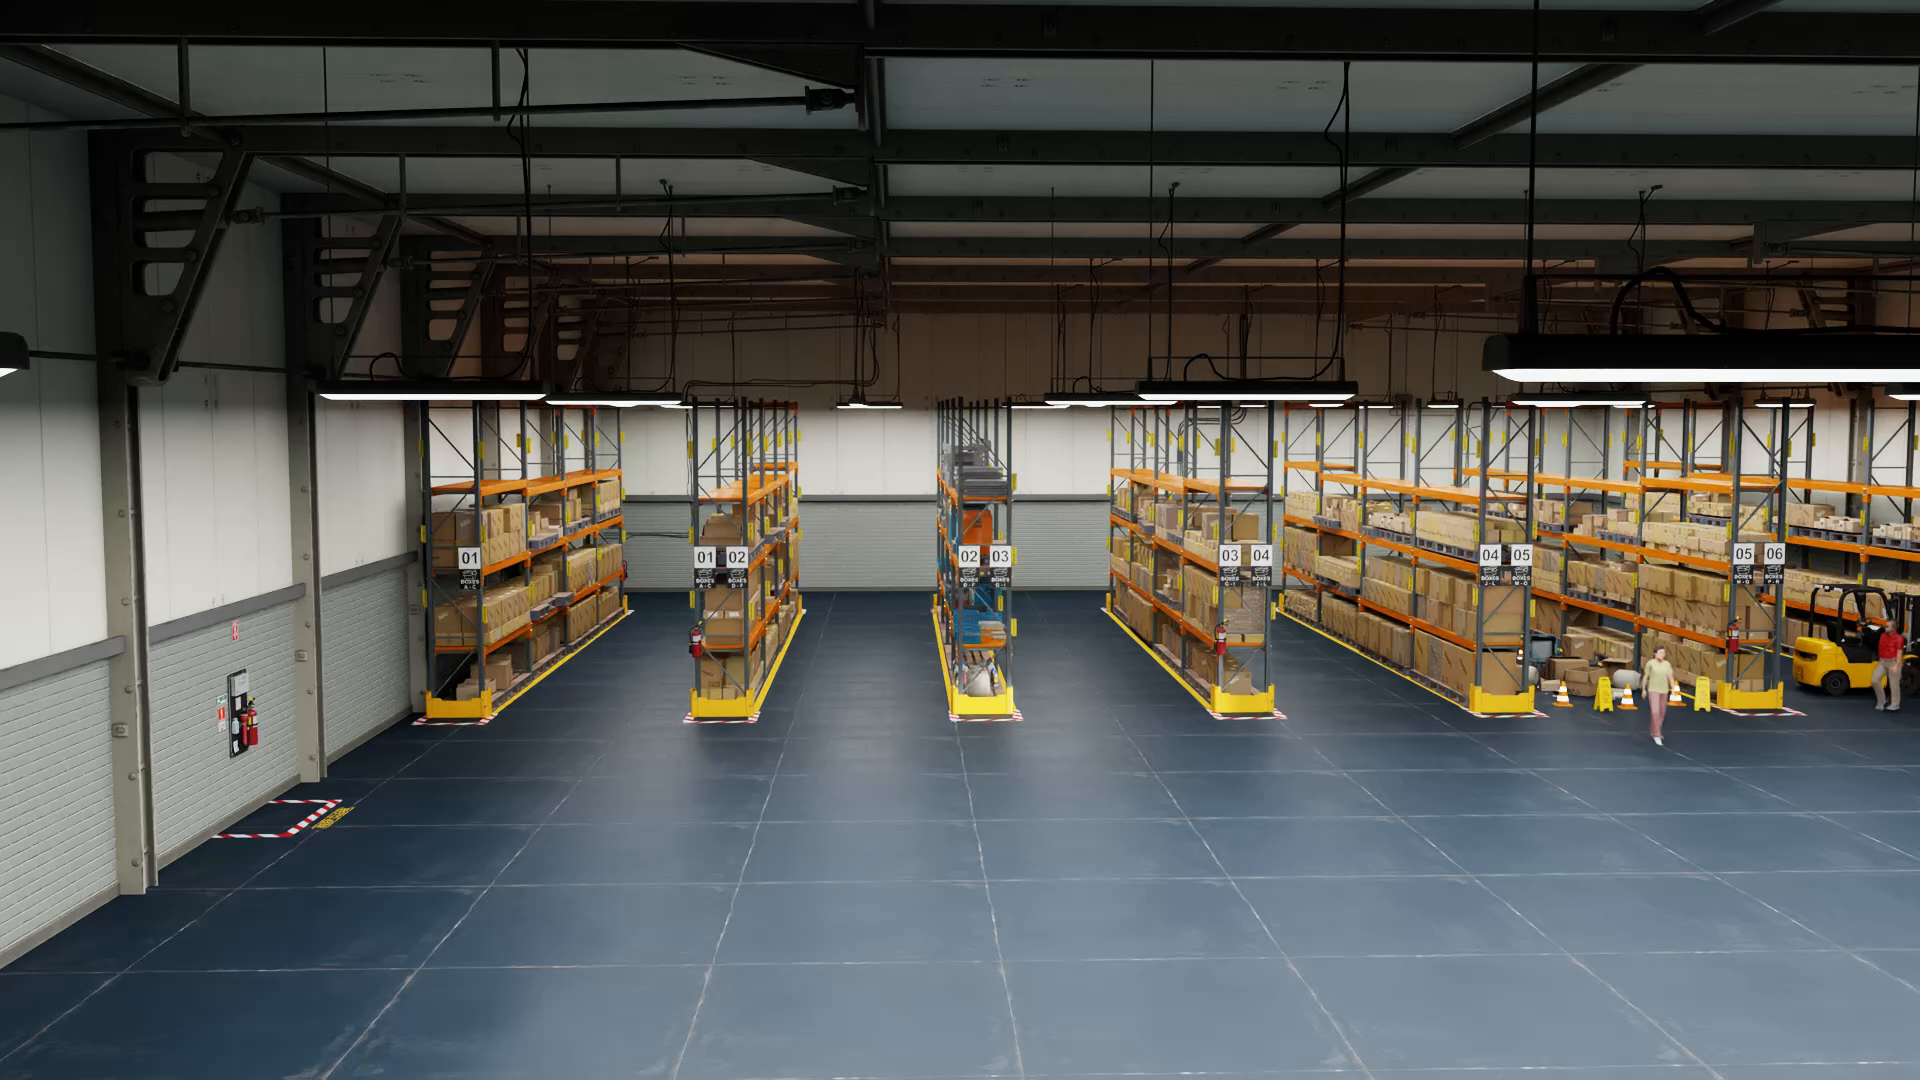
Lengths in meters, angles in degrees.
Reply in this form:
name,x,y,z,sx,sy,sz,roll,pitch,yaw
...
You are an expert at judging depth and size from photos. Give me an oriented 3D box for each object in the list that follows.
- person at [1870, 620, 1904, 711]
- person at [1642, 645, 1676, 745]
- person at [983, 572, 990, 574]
name,x,y,z,sx,sy,sz,roll,pitch,yaw
person,17.760,2.422,31.766,0.493,1.782,0.529,-2,5,-28
person,12.150,2.670,28.875,0.501,1.702,0.639,0,4,-1
person,0.786,1.050,49.237,0.480,1.603,0.528,1,5,17
